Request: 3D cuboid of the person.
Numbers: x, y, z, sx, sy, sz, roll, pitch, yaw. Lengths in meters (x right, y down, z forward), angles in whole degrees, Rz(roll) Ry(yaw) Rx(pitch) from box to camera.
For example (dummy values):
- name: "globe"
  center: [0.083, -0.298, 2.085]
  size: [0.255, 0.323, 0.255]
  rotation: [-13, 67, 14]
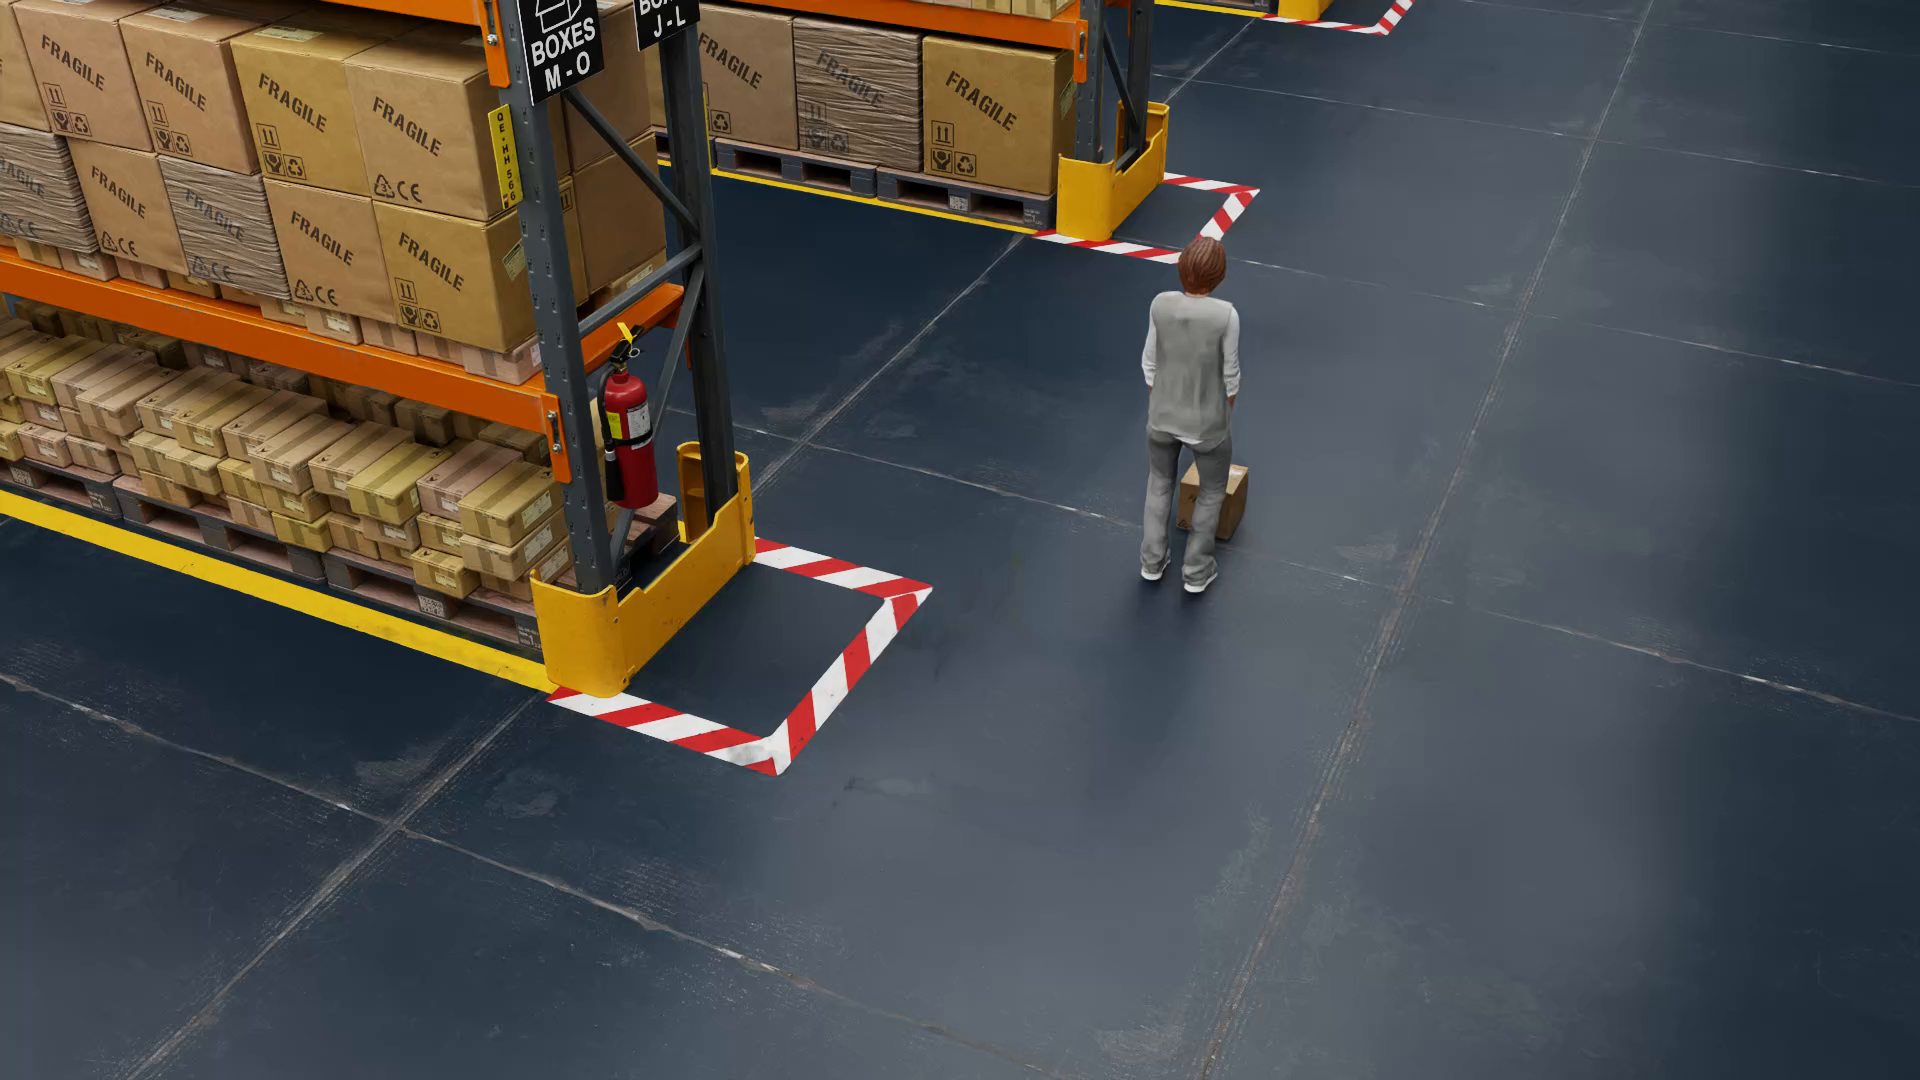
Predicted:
- name: "person"
  center: [0.939, -0.491, 6.932]
  size: [0.426, 1.542, 0.382]
  rotation: [15, 37, 21]
